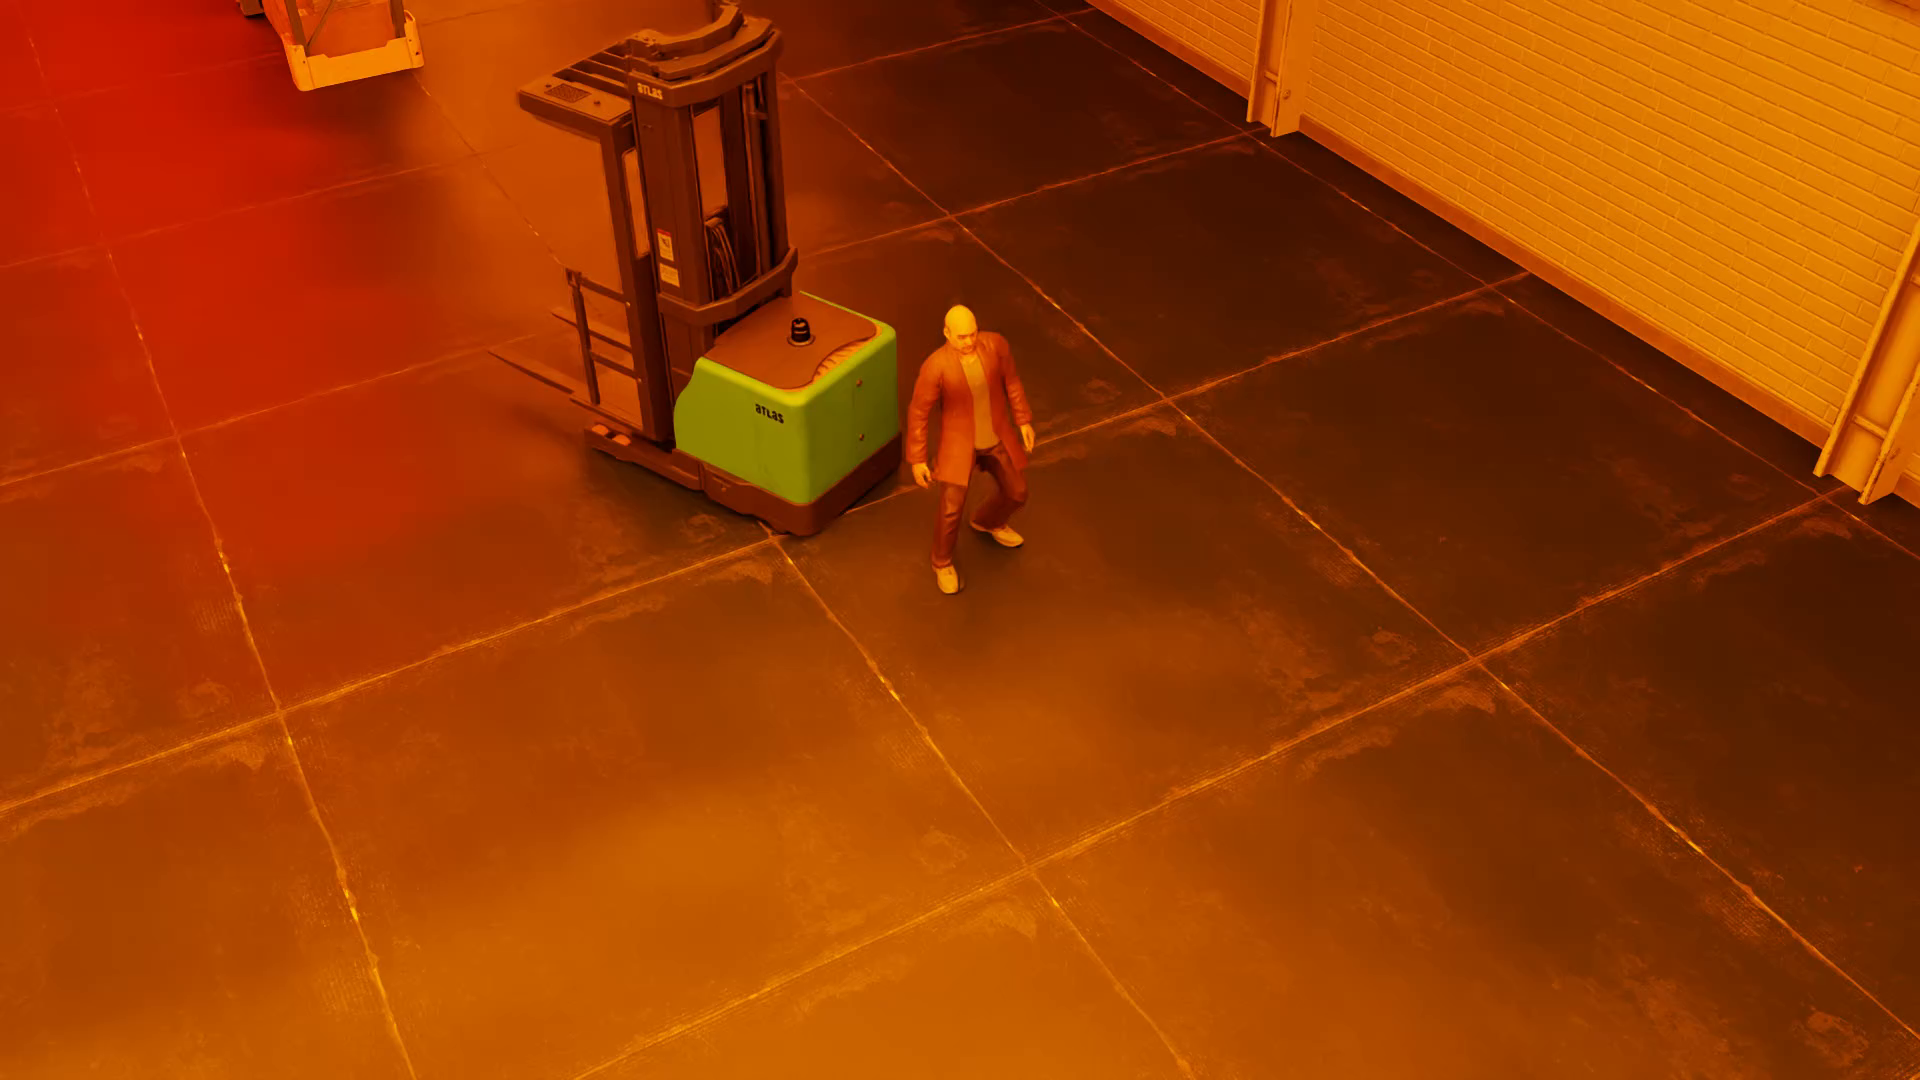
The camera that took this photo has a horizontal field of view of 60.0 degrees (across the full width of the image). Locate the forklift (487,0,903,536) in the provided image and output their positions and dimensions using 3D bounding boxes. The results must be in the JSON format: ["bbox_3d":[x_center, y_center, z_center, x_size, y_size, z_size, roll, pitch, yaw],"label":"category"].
[{"bbox_3d":[-1.873,-1.904,10.332,3.031,2.935,1.130,24,45,26],"label":"forklift"}]

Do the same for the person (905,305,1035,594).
[{"bbox_3d":[0.069,-0.543,9.648,0.799,1.708,0.583,-16,42,-18],"label":"person"}]
